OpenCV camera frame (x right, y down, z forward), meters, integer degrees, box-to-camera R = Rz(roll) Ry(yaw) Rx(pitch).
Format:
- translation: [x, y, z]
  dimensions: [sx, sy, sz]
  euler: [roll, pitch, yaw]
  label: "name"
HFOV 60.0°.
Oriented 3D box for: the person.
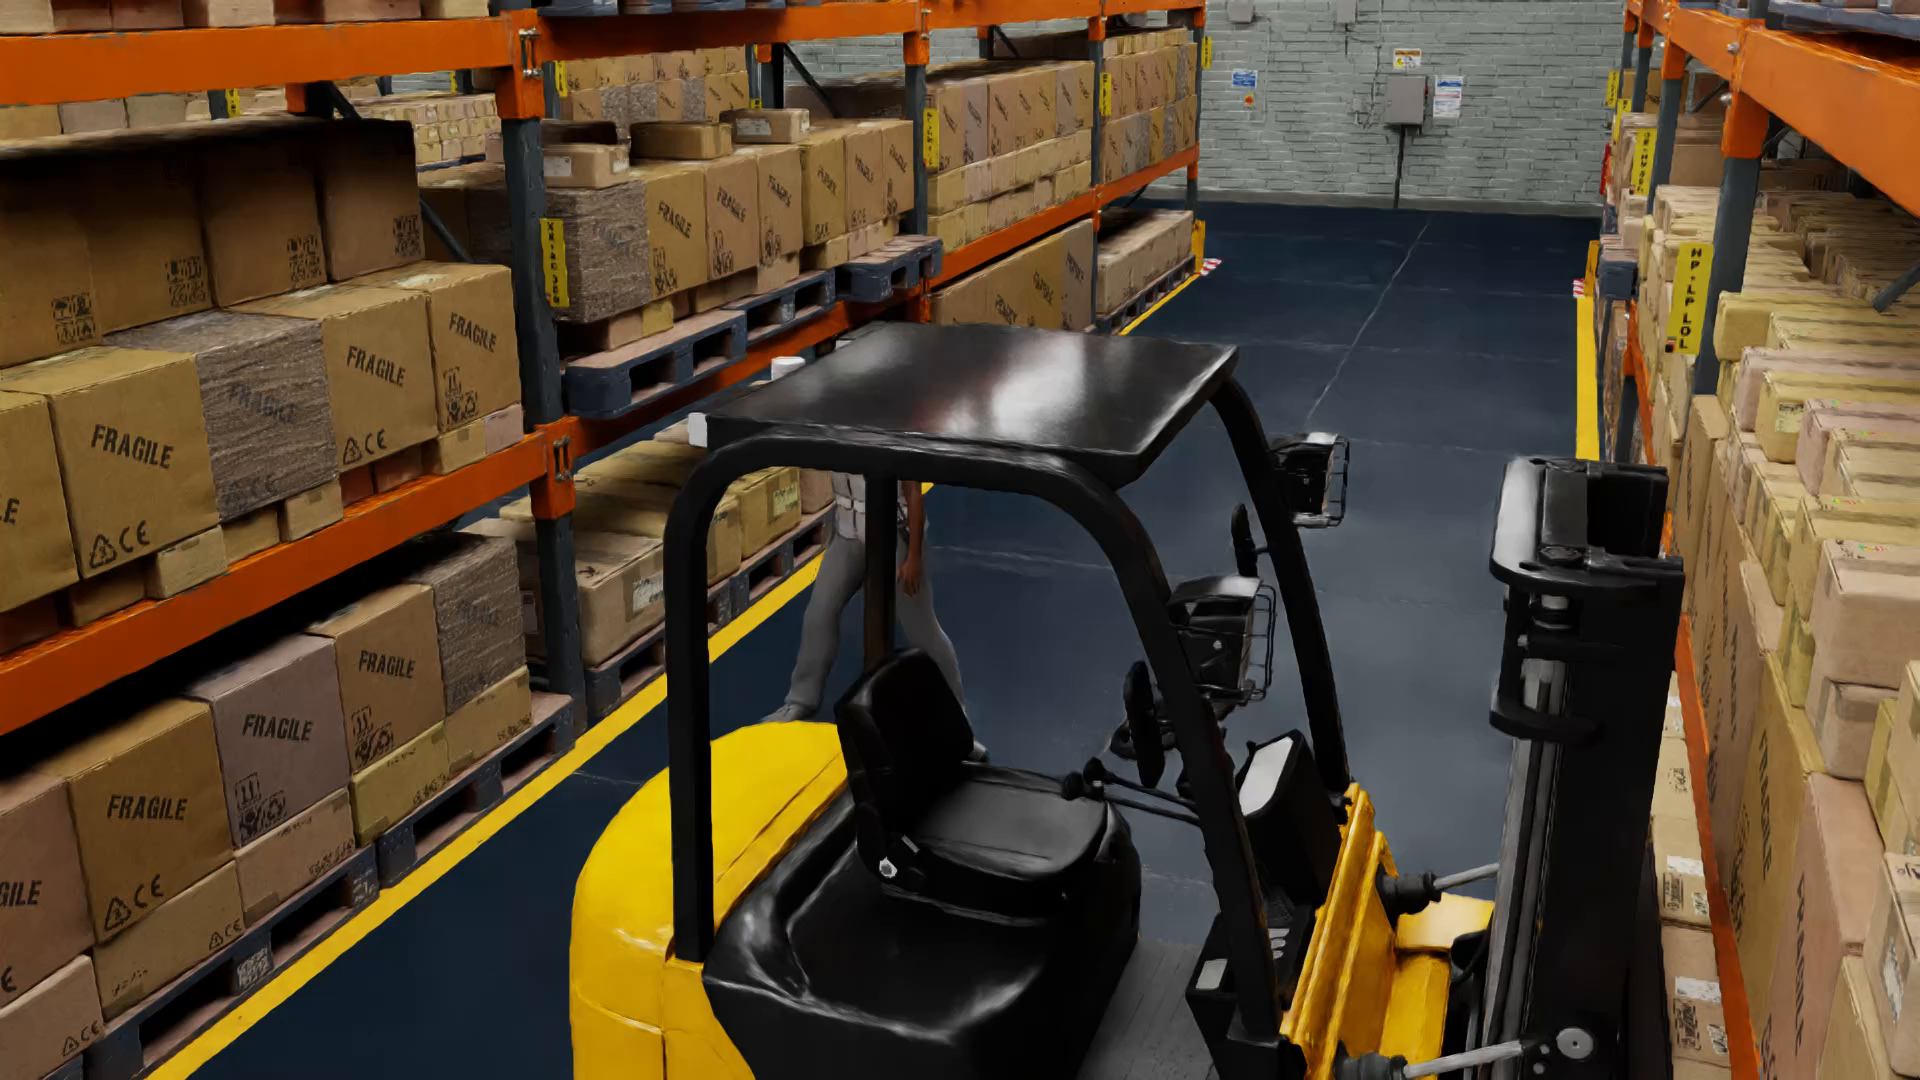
- translation: [-0.347, 0.062, 6.606]
  dimensions: [0.534, 1.330, 0.595]
  euler: [17, 25, 40]
  label: "person"
